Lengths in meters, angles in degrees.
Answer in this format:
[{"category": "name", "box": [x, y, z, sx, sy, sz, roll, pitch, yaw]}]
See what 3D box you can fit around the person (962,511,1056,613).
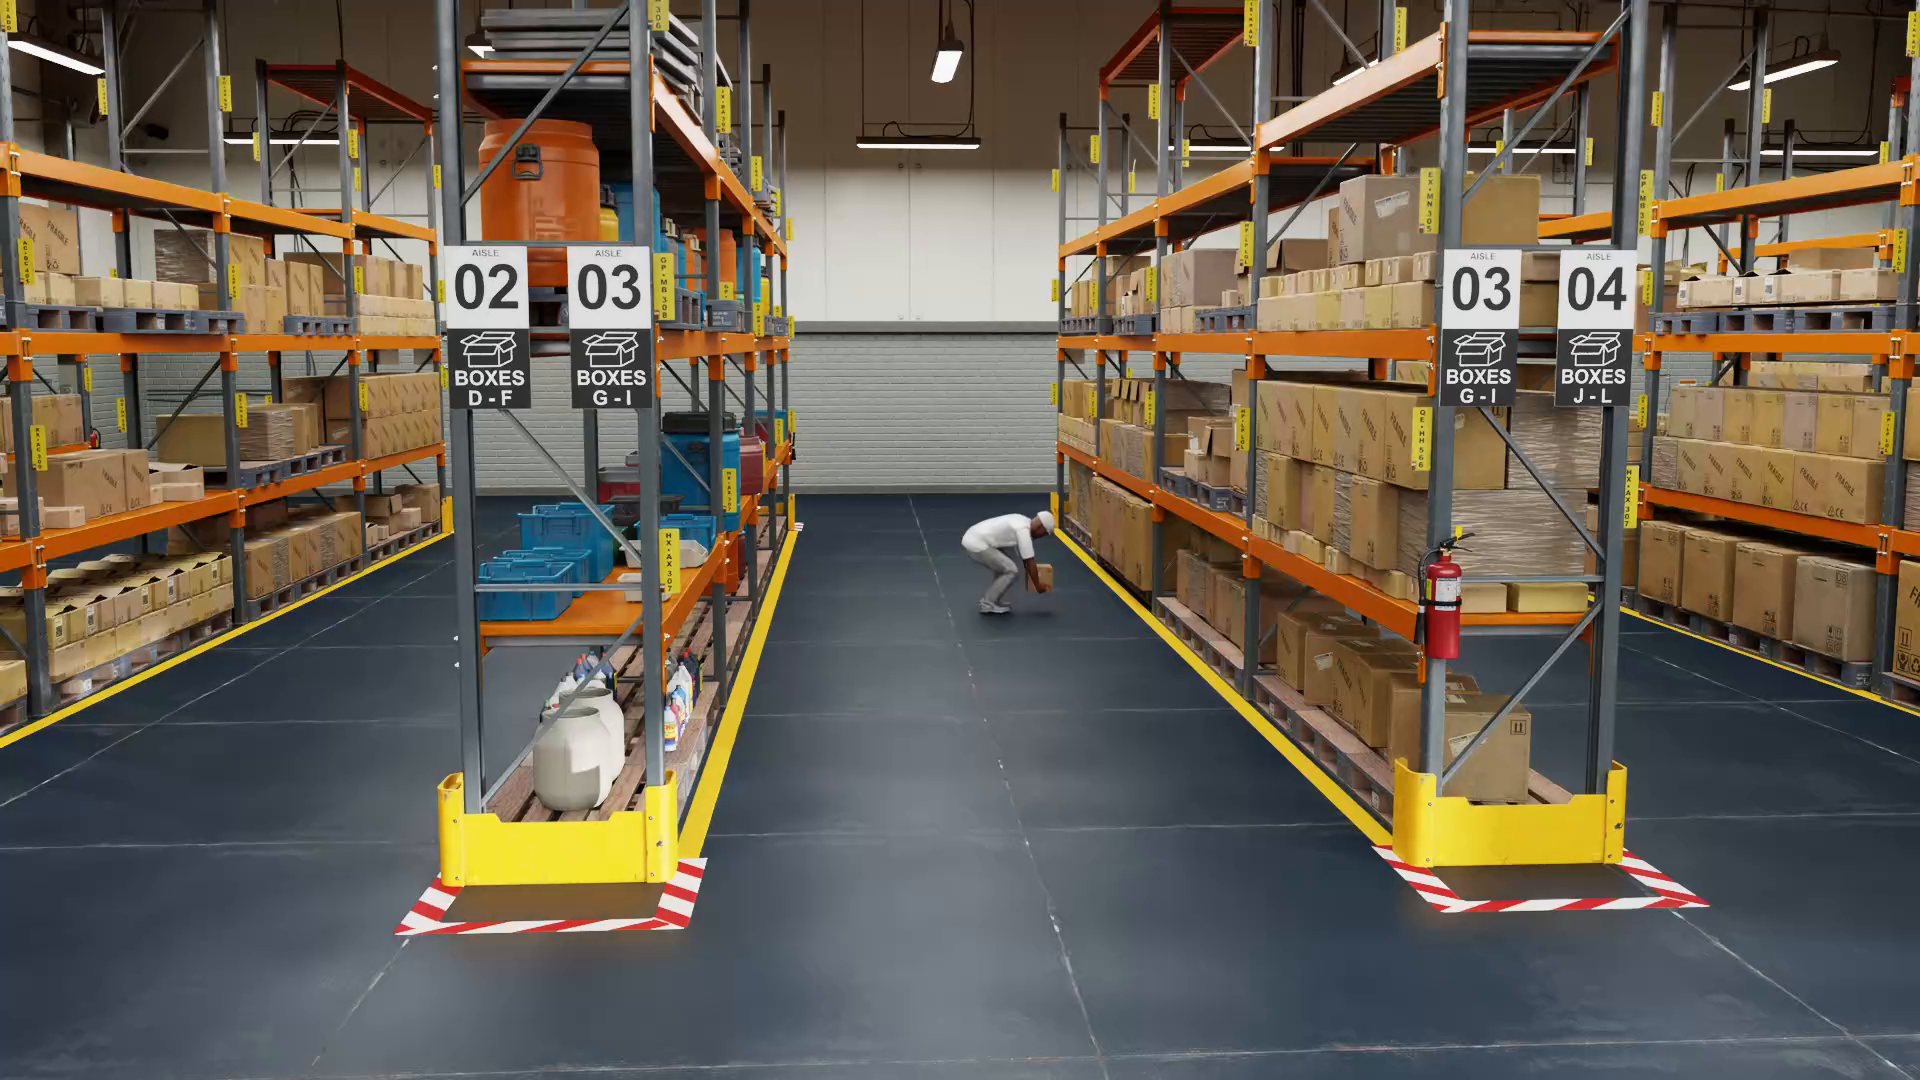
[{"category": "person", "box": [0.499, 0.217, 16.982, 0.958, 1.019, 0.527, -1, 7, -6]}]
